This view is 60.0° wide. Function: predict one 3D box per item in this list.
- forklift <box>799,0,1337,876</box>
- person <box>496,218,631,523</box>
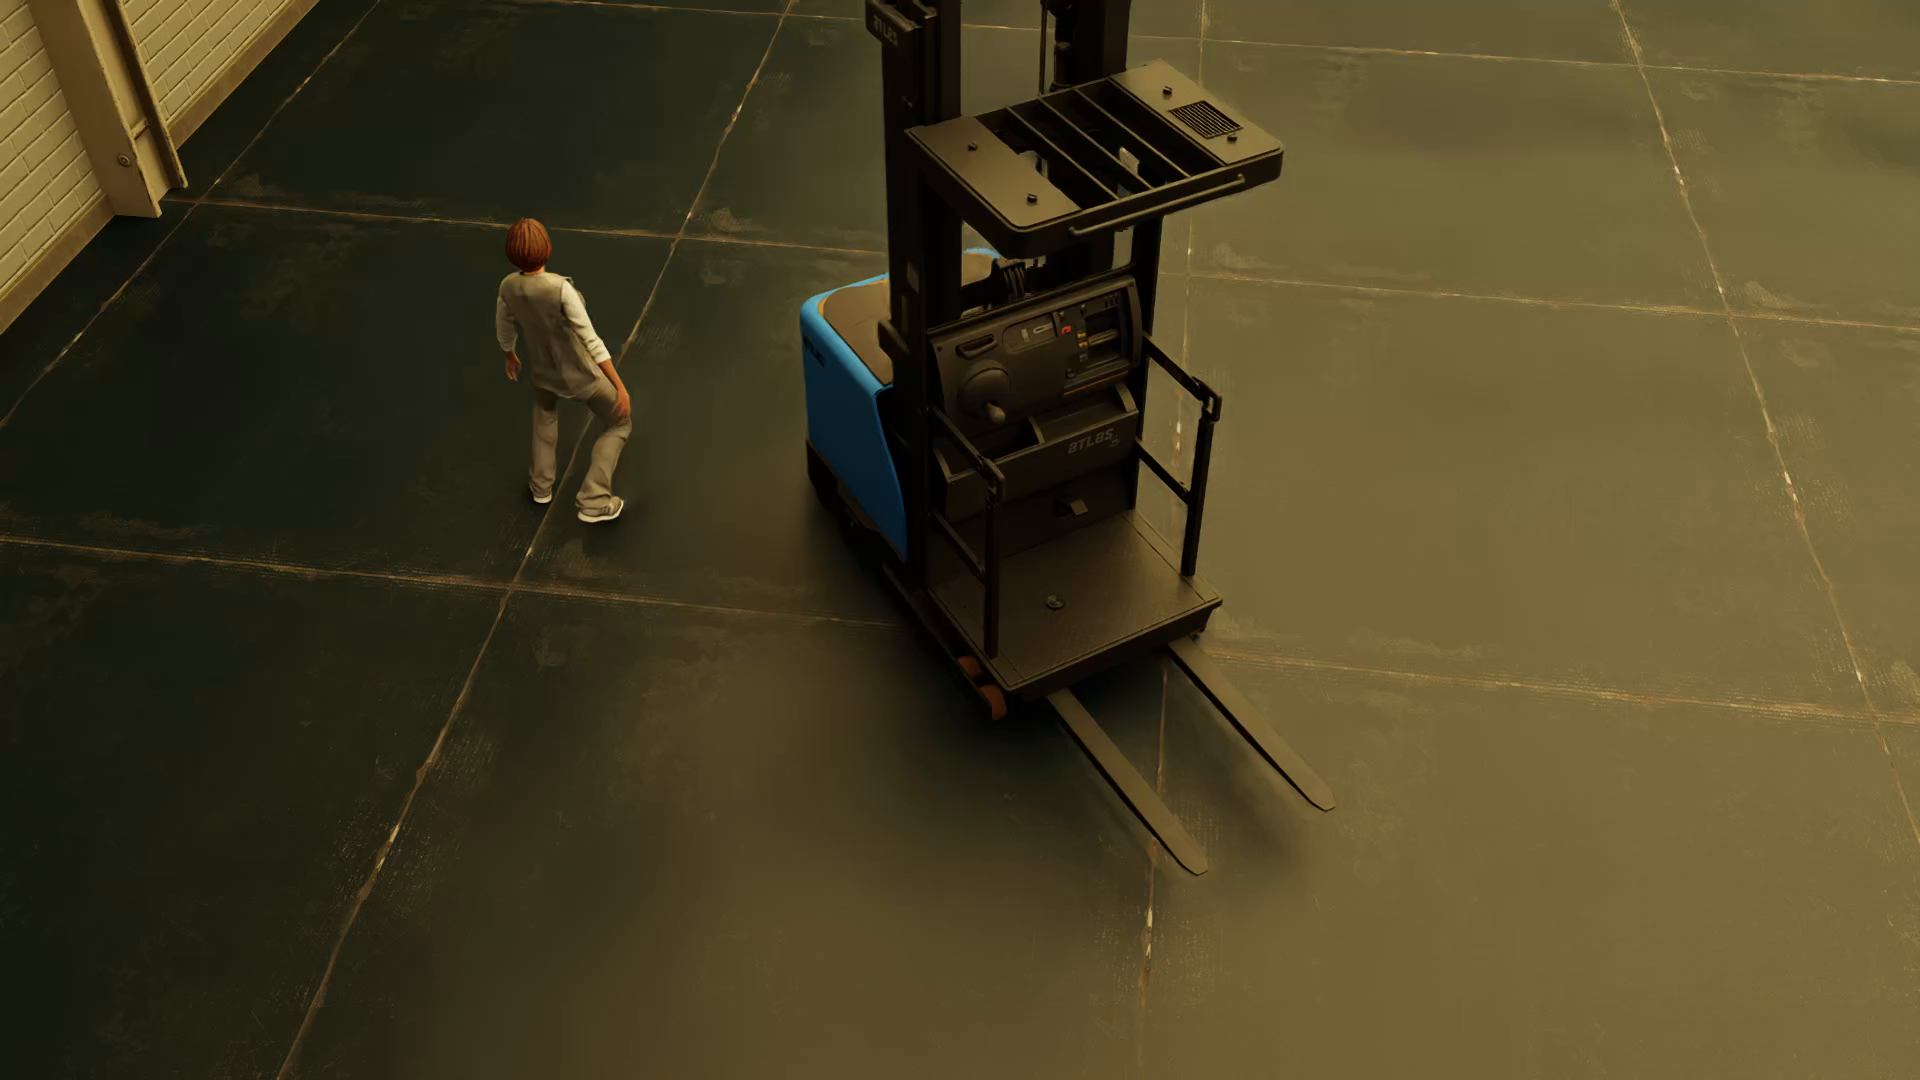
[{"bbox_3d":[0.424,-0.665,6.448,1.130,2.935,3.031,-21,47,-21],"label":"forklift"},{"bbox_3d":[-1.805,-0.735,7.579,0.742,1.517,0.444,17,45,18],"label":"person"}]
